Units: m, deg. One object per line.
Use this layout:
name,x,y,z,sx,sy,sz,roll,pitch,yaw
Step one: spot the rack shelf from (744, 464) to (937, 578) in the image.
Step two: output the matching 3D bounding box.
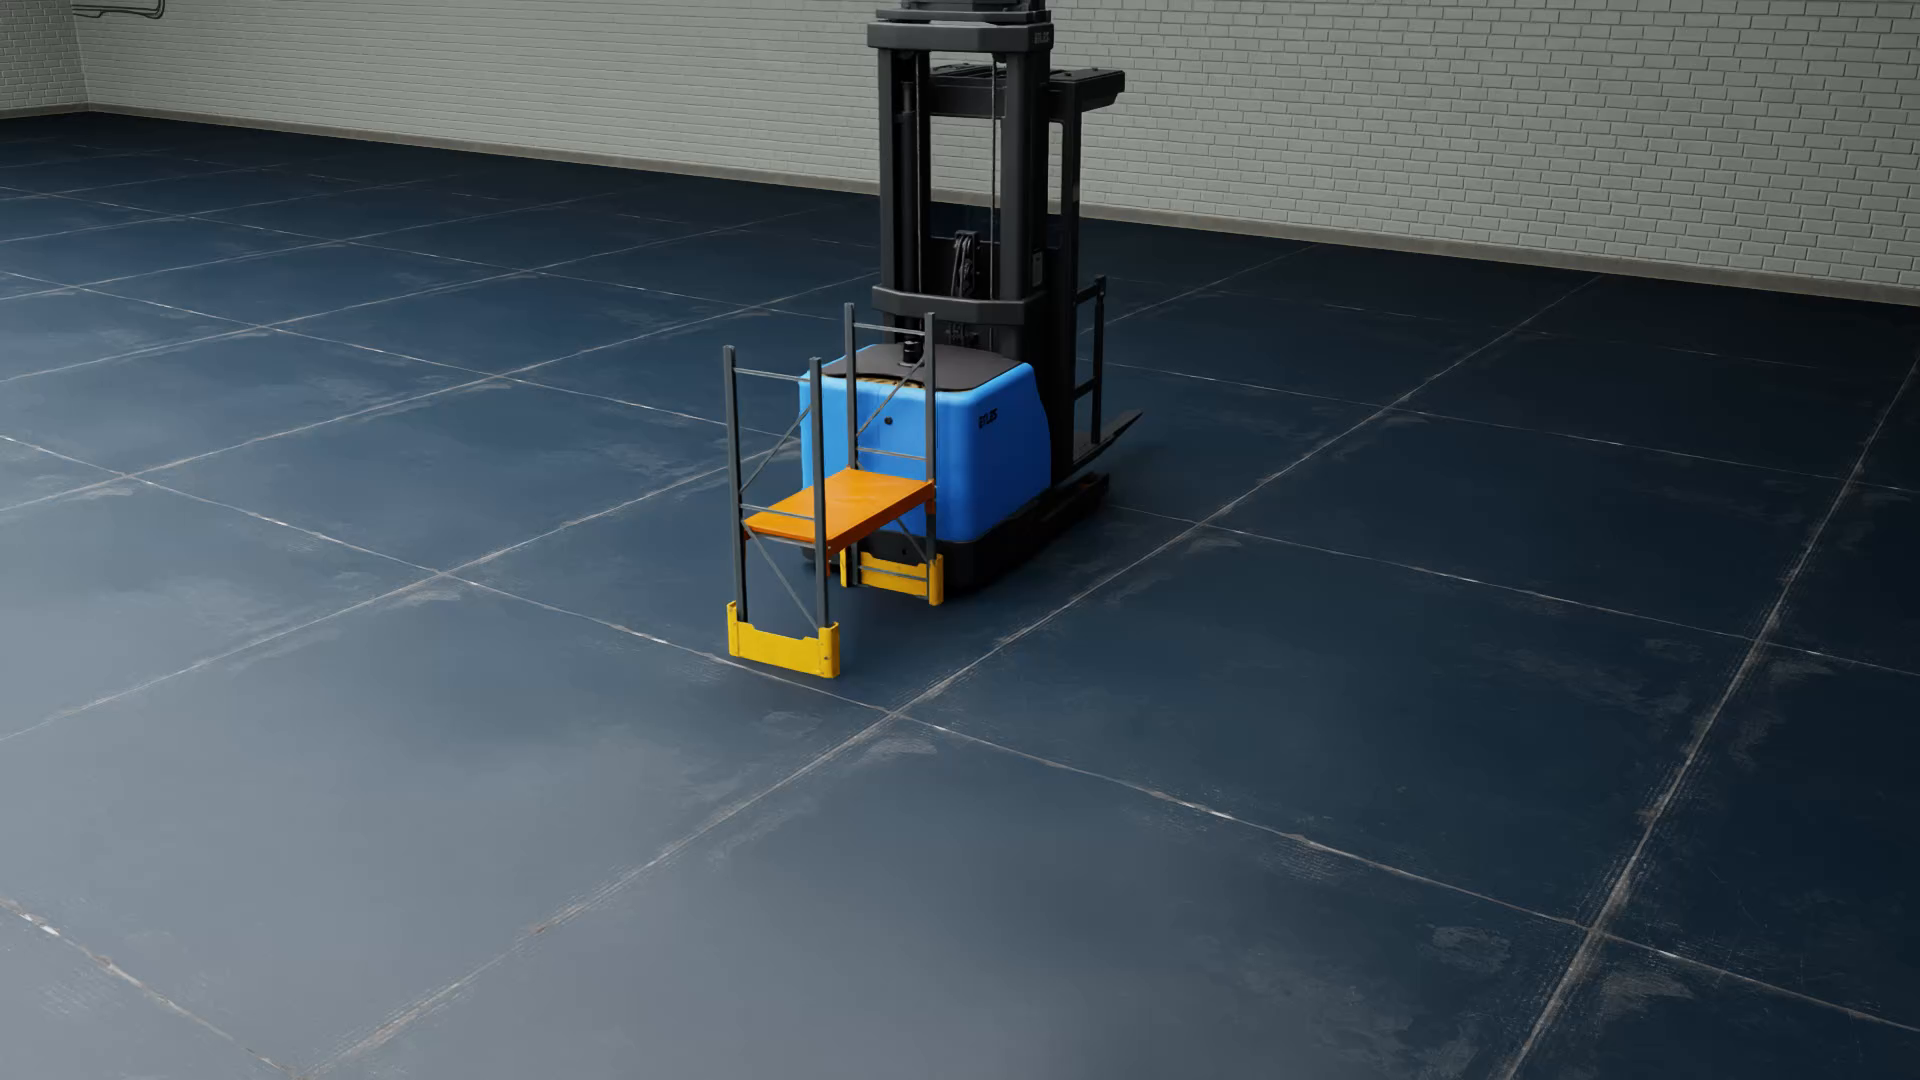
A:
rack shelf,-0.588,-0.108,8.050,0.538,0.185,1.000,11,23,26

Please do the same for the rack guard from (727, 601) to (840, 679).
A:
rack guard,-0.828,0.465,7.786,0.587,0.250,0.087,11,23,26

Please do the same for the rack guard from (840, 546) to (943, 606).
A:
rack guard,-0.356,0.160,8.608,0.587,0.250,0.087,11,23,26

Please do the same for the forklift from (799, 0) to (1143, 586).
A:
forklift,0.250,-1.608,9.524,1.130,2.935,3.031,10,22,24

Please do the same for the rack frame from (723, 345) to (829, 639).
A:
rack frame,-0.829,-0.121,7.568,0.500,1.500,0.032,11,23,26

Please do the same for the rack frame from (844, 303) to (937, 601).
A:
rack frame,-0.347,-0.432,8.408,0.500,1.500,0.032,11,23,26

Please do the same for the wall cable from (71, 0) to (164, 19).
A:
wall cable,-15.077,-10.496,29.281,3.097,2.526,0.112,13,24,32

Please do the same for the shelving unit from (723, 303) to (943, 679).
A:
shelving unit,-0.592,-0.274,7.980,0.587,1.500,1.083,11,23,26
